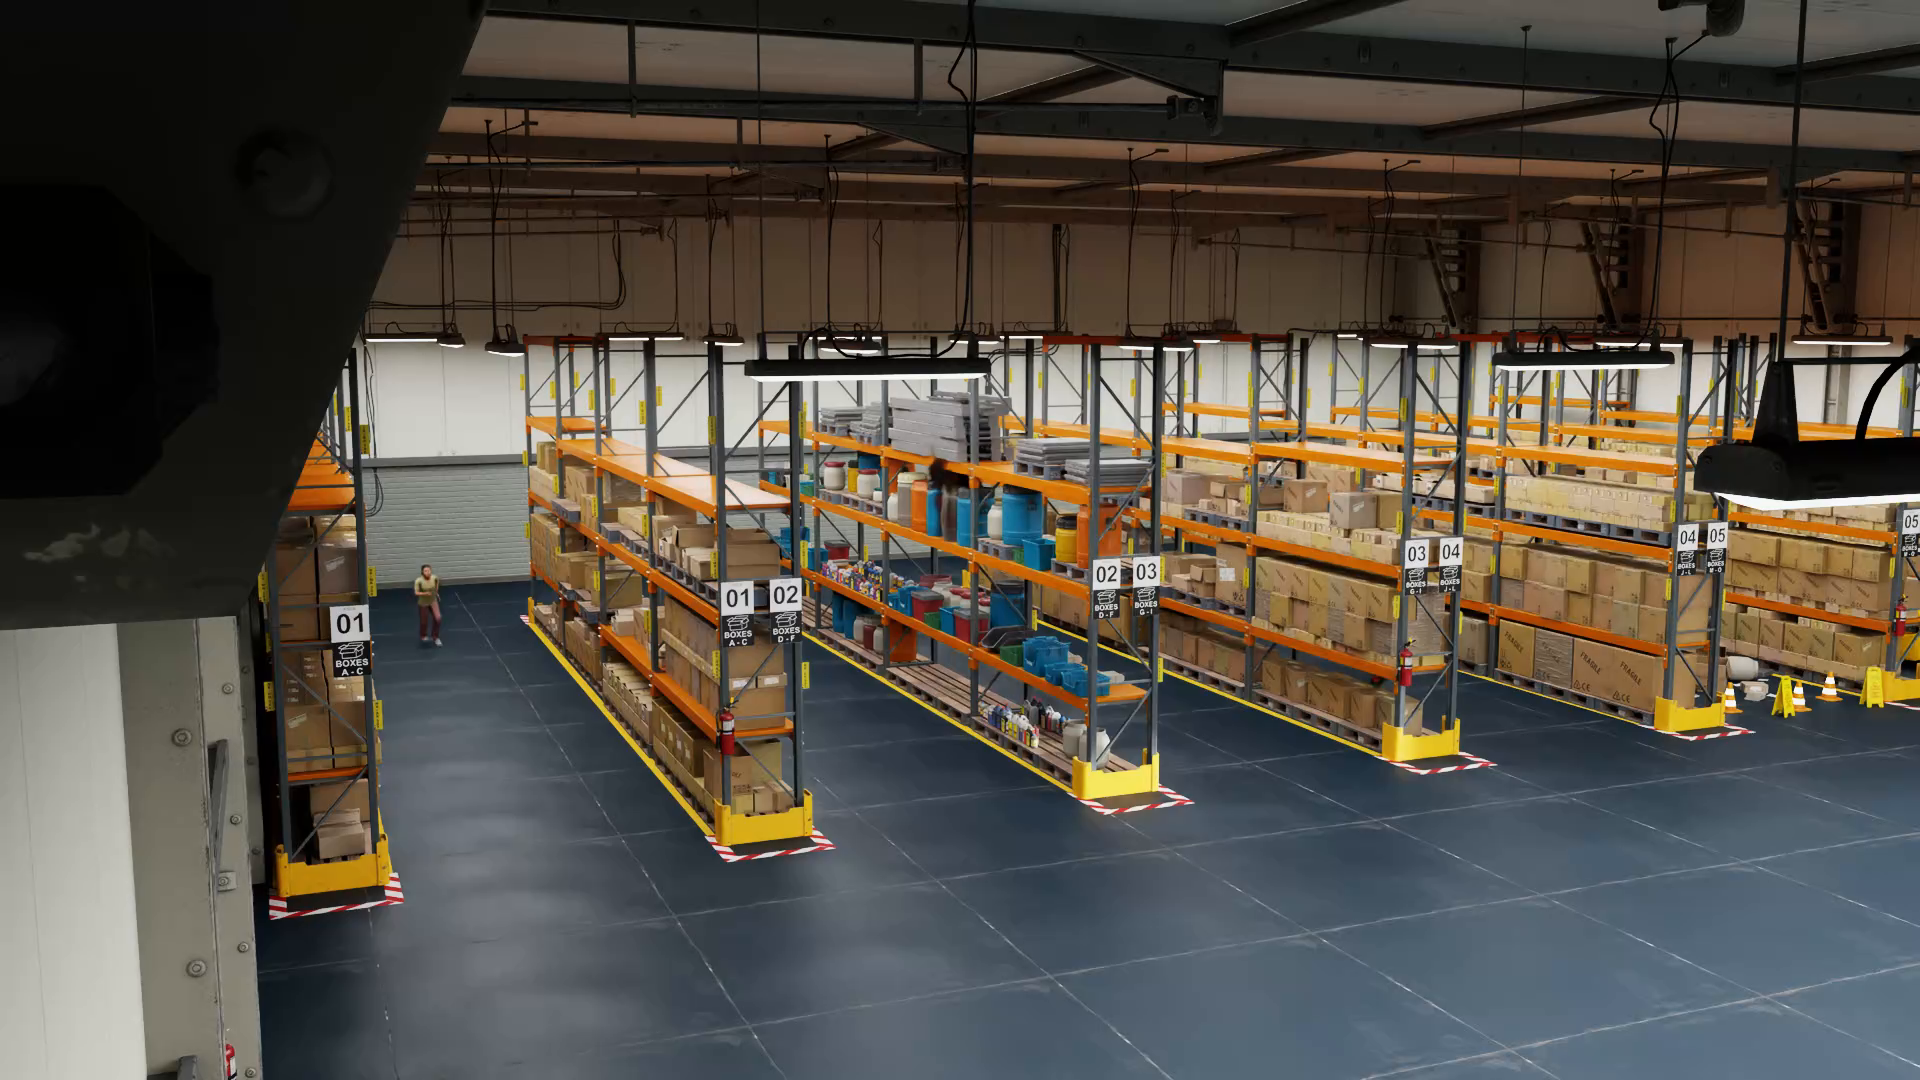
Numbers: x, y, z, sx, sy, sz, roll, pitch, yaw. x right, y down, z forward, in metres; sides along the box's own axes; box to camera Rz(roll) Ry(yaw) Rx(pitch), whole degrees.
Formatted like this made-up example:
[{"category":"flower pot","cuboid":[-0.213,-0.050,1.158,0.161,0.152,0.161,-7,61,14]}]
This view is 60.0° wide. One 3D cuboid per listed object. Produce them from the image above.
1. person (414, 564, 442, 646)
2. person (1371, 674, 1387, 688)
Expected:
[{"category":"person","cuboid":[-10.329,1.247,32.238,0.521,1.611,0.891,-4,9,-30]},{"category":"person","cuboid":[7.205,1.750,27.876,0.593,1.763,0.488,-1,8,-10]}]
